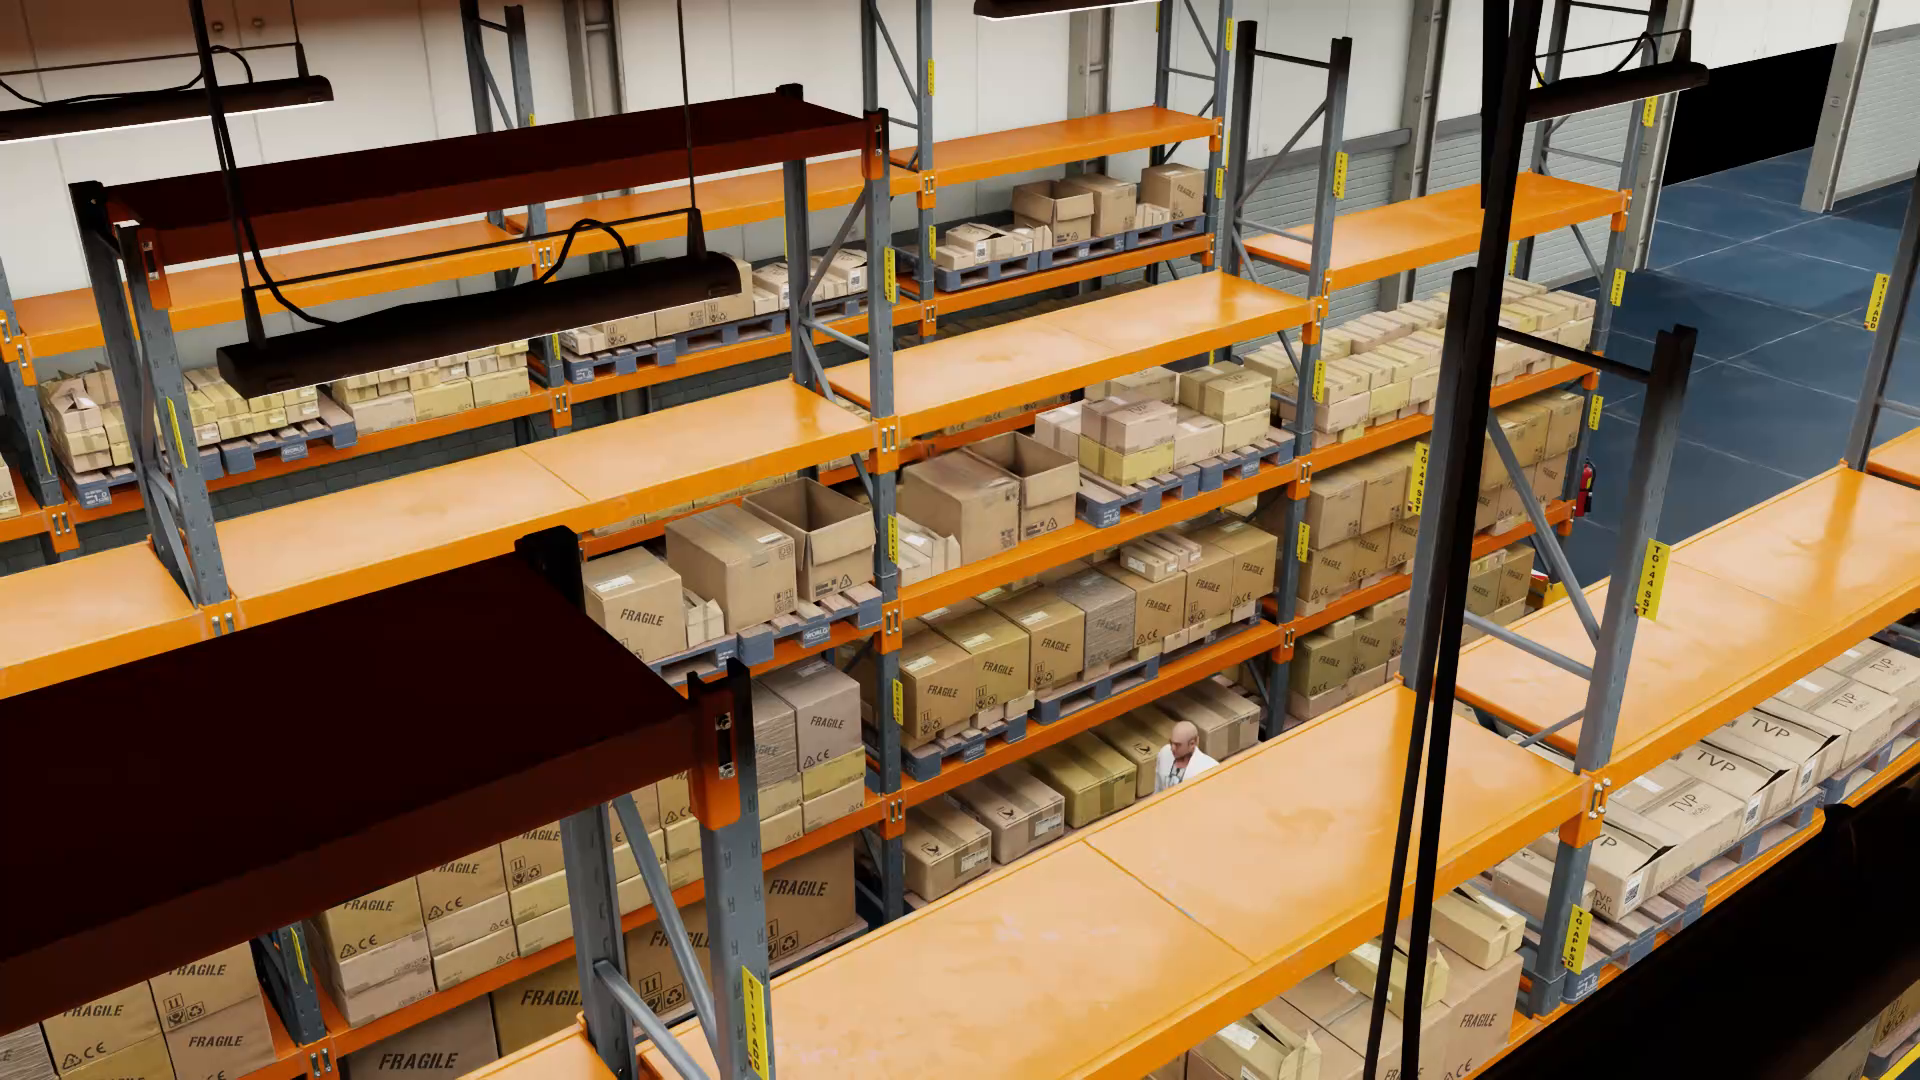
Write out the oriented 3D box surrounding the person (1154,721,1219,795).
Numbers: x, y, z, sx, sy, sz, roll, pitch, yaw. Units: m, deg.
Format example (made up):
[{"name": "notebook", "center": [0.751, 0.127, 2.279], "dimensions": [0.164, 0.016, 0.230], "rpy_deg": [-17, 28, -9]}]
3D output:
[{"name": "person", "center": [1.630, 2.059, 11.866], "dimensions": [0.516, 1.773, 0.620], "rpy_deg": [-22, 34, -38]}]
